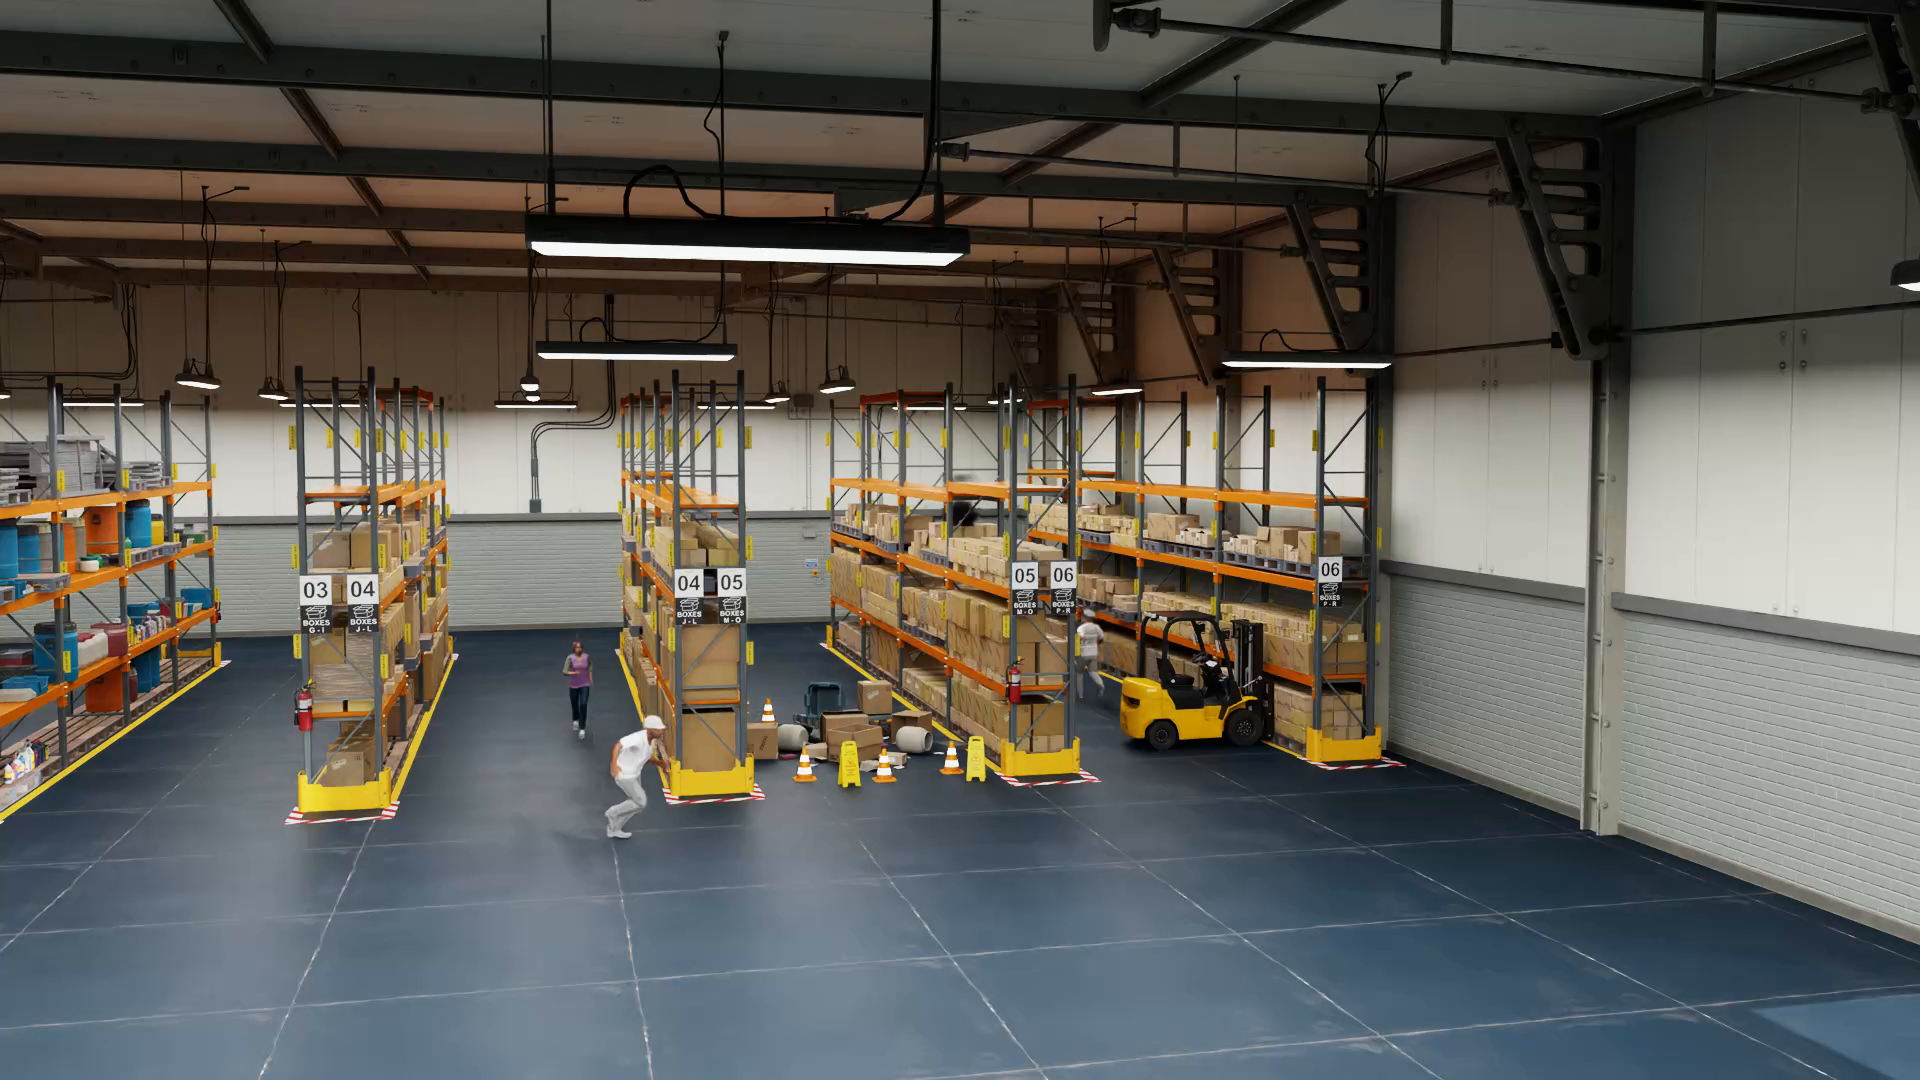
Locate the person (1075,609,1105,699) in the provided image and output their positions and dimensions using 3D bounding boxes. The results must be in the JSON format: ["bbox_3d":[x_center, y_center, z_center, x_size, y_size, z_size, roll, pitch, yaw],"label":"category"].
[{"bbox_3d":[2.458,2.203,32.008,0.670,1.750,0.926,-1,4,-23],"label":"person"}]

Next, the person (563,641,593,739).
[{"bbox_3d":[-6.461,2.498,28.151,0.505,1.608,0.861,-1,4,-14],"label":"person"}]

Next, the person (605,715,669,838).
[{"bbox_3d":[-4.068,2.974,20.794,0.810,1.577,0.741,1,4,15],"label":"person"}]
